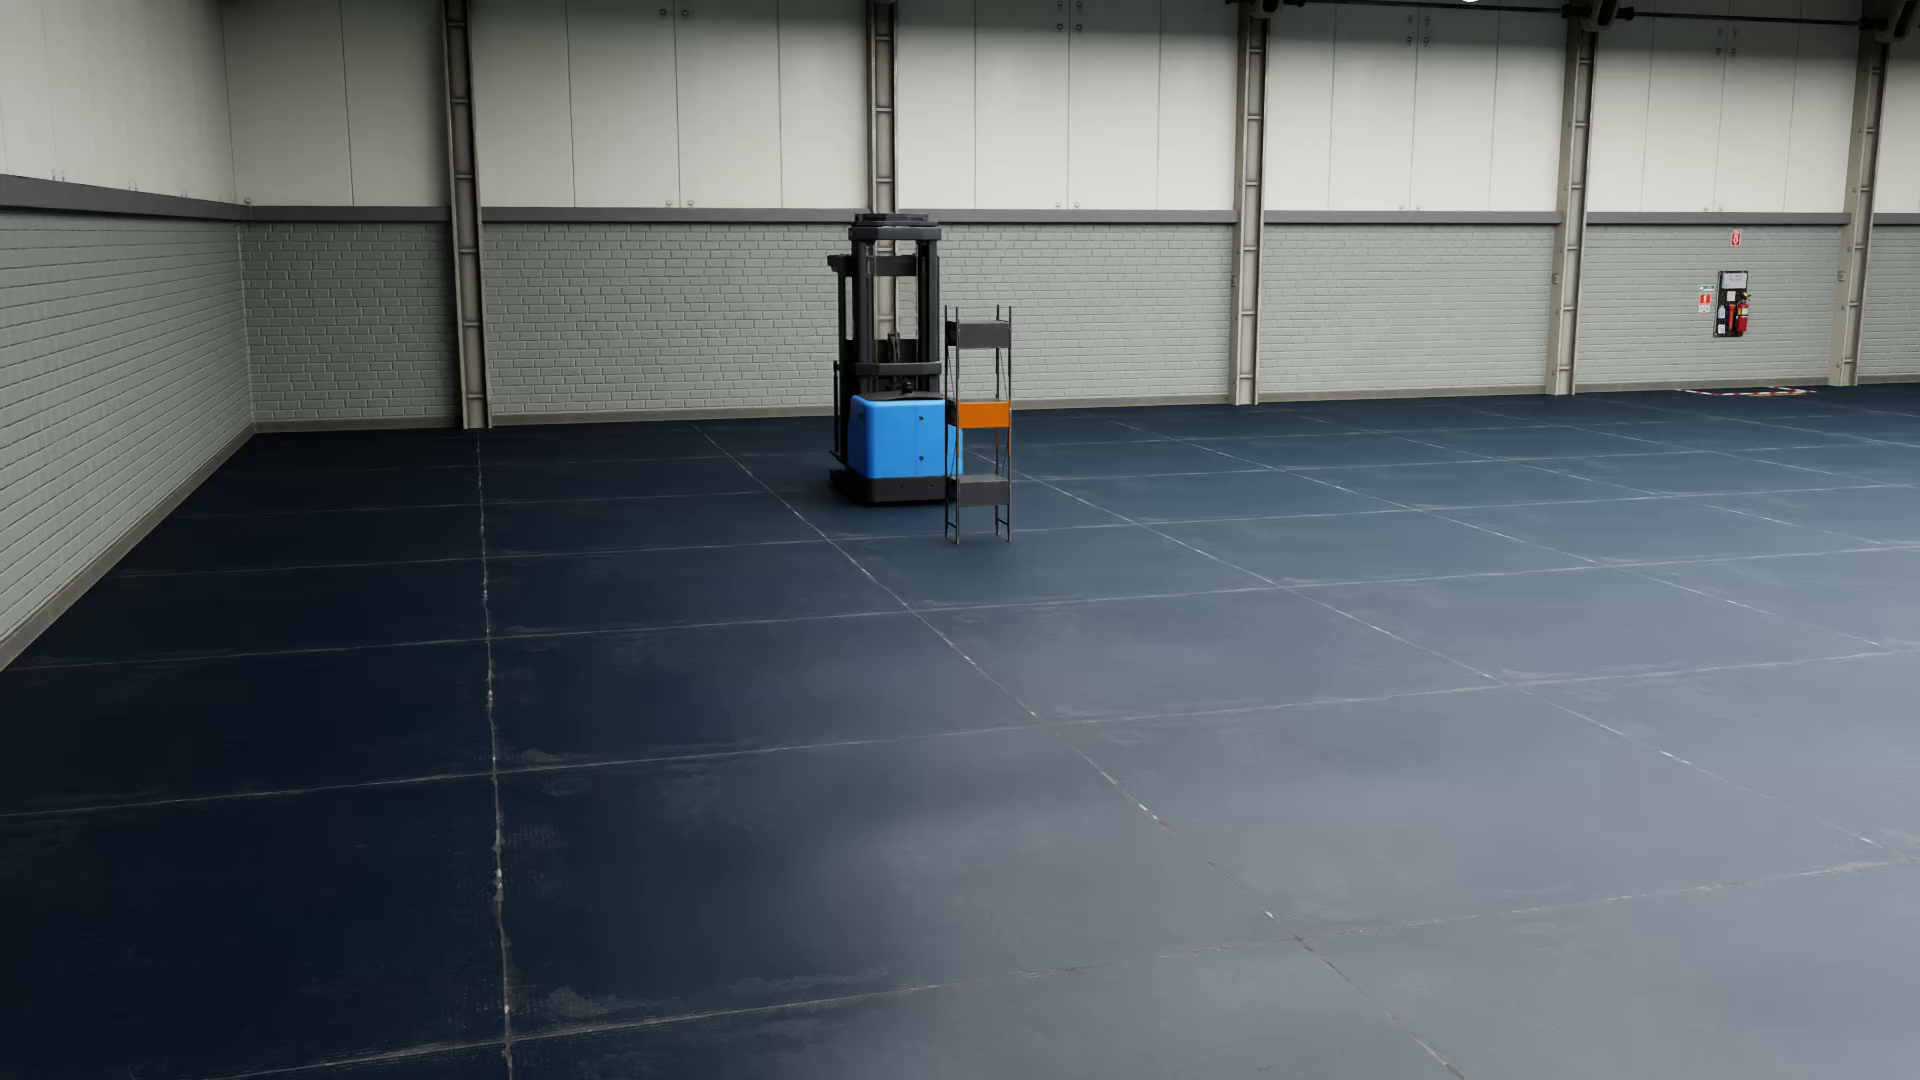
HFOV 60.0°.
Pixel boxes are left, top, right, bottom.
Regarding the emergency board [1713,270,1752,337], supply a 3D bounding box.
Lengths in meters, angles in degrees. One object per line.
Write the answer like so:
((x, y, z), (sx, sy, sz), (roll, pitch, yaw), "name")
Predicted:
((13.749, -4.187, 29.504), (0.643, 1.169, 0.194), (-3, 11, -16), "emergency board")

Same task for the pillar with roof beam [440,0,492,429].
((-5.708, -5.293, 18.942), (0.400, 9.000, 9.100), (-3, 11, -16), "pillar with roof beam")

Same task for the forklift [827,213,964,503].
((-0.815, -2.039, 18.025), (1.130, 2.935, 3.031), (-3, 11, -14), "forklift")

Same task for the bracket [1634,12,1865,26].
((13.343, -8.812, 28.116), (4.783, 0.066, 0.076), (-3, 11, -16), "bracket")

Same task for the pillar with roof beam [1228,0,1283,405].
((5.814, -5.900, 22.241), (0.548, 9.000, 9.100), (-3, 11, -16), "pillar with roof beam")

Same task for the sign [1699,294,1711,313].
((13.189, -4.194, 29.446), (0.234, 0.329, 0.001), (-3, 11, -16), "sign")

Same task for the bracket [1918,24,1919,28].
((19.104, -9.116, 29.766), (4.783, 0.066, 0.076), (-3, 11, -16), "bracket")

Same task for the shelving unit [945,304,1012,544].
((0.159, -1.041, 14.902), (0.503, 2.100, 0.431), (-3, 11, -16), "shelving unit")

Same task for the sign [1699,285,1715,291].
((13.196, -4.454, 29.391), (0.331, 0.109, 0.001), (-3, 11, -16), "sign")

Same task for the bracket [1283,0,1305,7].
((5.108, -8.378, 25.759), (0.430, 0.232, 0.235), (-3, 11, -16), "bracket")

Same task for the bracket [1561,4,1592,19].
((10.072, -8.640, 27.180), (0.430, 0.232, 0.235), (-3, 11, -16), "bracket")

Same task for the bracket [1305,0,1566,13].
((7.582, -8.508, 26.467), (4.783, 0.066, 0.076), (-3, 11, -16), "bracket")

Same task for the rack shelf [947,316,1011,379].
((0.159, -1.716, 14.778), (0.480, 0.518, 0.431), (-3, 11, -16), "rack shelf")

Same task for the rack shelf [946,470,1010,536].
((0.159, -0.339, 15.031), (0.480, 0.518, 0.431), (-3, 11, -16), "rack shelf")

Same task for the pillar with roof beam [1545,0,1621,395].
((11.575, -6.204, 23.890), (0.548, 9.000, 9.100), (-3, 11, -16), "pillar with roof beam")

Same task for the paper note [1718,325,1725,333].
((13.560, -3.757, 29.600), (0.142, 0.148, 0.016), (-3, 11, -16), "paper note")

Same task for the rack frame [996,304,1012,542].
((0.393, -1.053, 14.969), (0.015, 2.100, 0.400), (-3, 11, -16), "rack frame")

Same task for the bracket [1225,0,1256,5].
((4.311, -8.336, 25.530), (0.430, 0.232, 0.235), (-3, 11, -16), "bracket")

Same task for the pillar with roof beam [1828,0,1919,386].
((17.336, -6.507, 25.539), (0.548, 9.000, 9.100), (-3, 11, -16), "pillar with roof beam")

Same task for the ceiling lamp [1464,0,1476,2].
((7.175, -7.173, 21.715), (0.237, 0.041, 1.941), (-3, 11, -16), "ceiling lamp")

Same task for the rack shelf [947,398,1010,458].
((0.159, -1.028, 14.904), (0.480, 0.518, 0.431), (-3, 11, -16), "rack shelf")

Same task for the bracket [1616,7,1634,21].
((10.869, -8.682, 27.408), (0.430, 0.232, 0.235), (-3, 11, -16), "bracket")

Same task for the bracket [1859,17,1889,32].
((15.833, -8.943, 28.829), (0.430, 0.232, 0.235), (-3, 11, -16), "bracket")

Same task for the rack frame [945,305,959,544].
((-0.075, -1.029, 14.835), (0.015, 2.100, 0.400), (-3, 11, -16), "rack frame")

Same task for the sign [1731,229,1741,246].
((13.714, -5.344, 29.386), (0.199, 0.298, 0.001), (-3, 11, -16), "sign")

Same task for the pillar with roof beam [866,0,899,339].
((0.053, -5.596, 20.591), (0.548, 9.000, 9.100), (-3, 11, -16), "pillar with roof beam")
